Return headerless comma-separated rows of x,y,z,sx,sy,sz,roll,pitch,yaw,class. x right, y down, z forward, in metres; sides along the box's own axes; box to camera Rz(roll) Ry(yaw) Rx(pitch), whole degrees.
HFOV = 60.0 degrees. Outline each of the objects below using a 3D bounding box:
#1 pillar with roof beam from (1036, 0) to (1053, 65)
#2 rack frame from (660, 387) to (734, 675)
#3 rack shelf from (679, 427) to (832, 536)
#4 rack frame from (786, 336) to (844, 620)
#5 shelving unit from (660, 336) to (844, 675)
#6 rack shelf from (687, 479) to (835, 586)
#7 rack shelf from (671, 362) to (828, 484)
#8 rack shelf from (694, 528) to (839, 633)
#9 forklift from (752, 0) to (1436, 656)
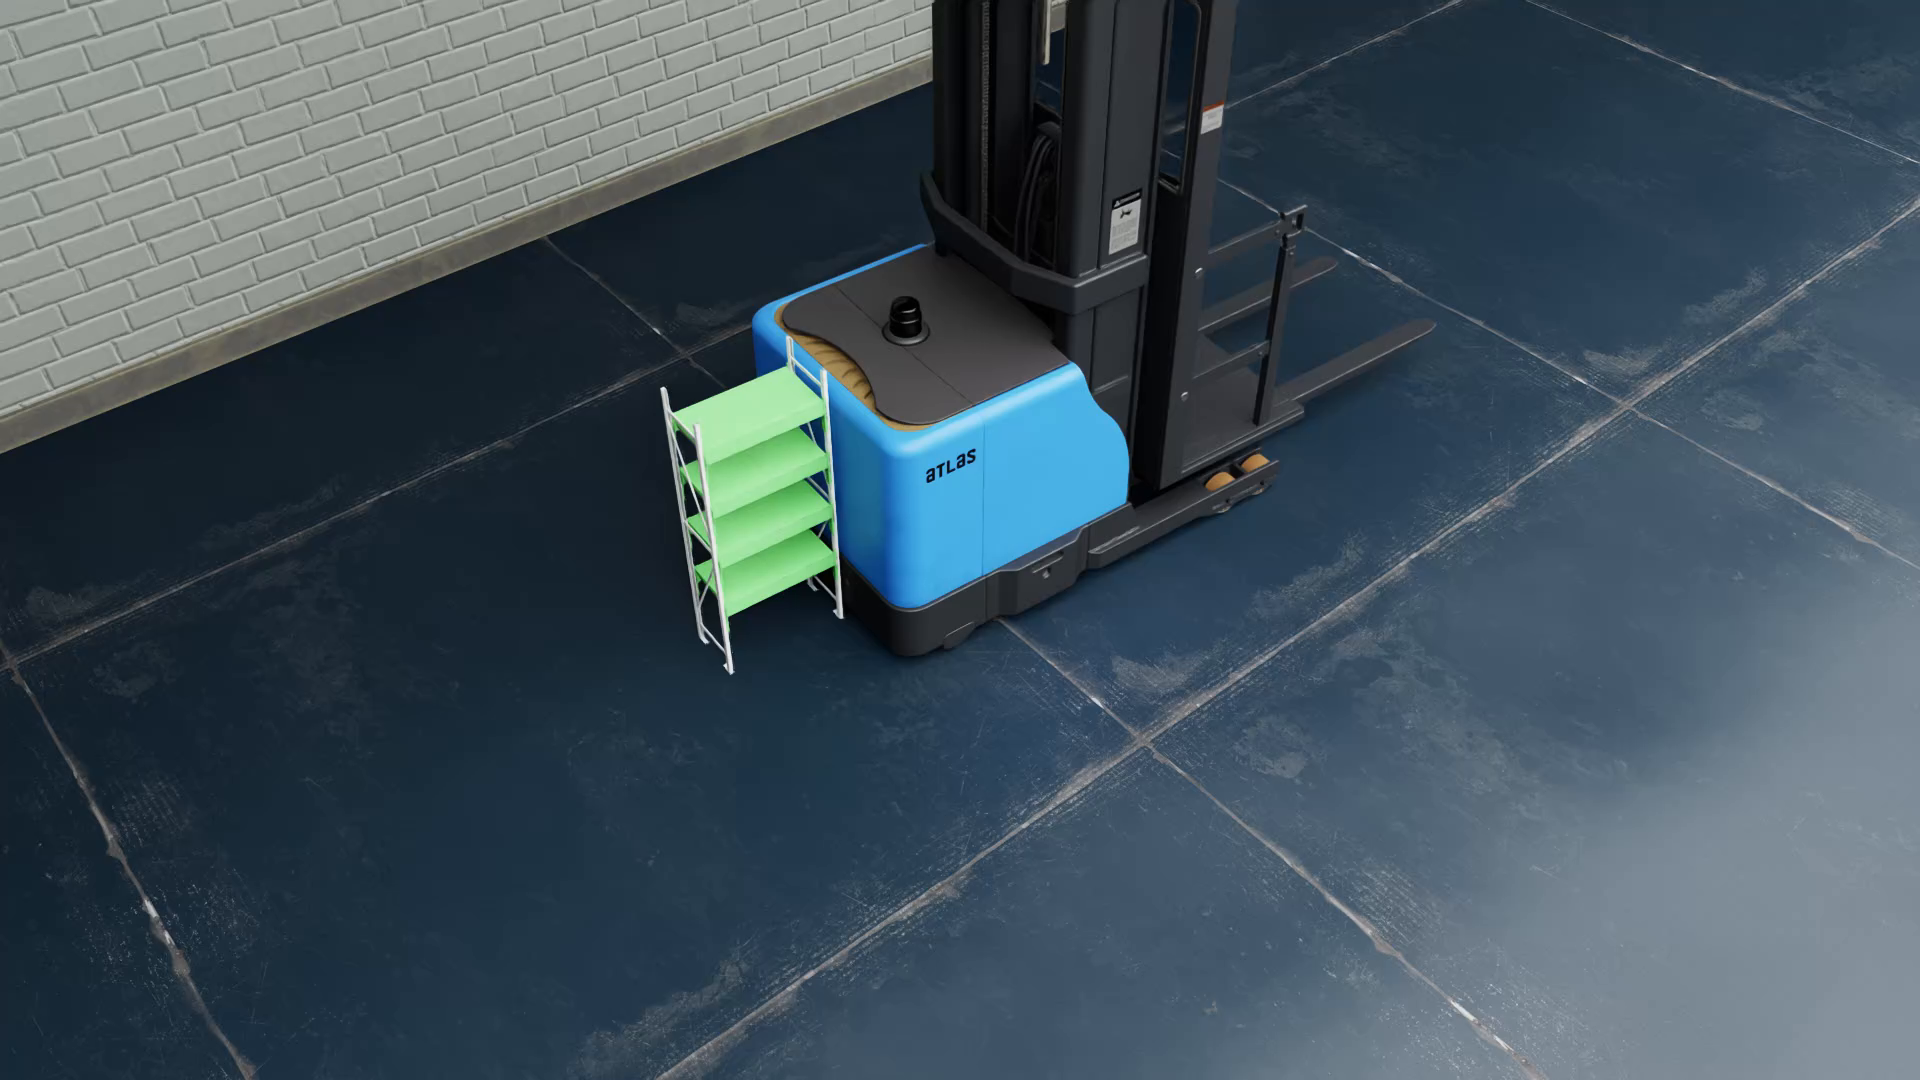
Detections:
3.044,-3.808,4.231,0.400,9.000,9.100,-30,51,-28,pillar with roof beam
-0.922,-0.004,5.877,0.015,1.200,0.240,-26,49,-25,rack frame
-0.724,-0.230,5.861,0.480,0.148,0.258,-26,49,-25,rack shelf
-0.526,-0.199,6.085,0.015,1.200,0.240,-26,49,-25,rack frame
-0.724,-0.101,5.981,0.503,1.200,0.258,-26,49,-25,shelving unit
-0.724,-0.055,6.025,0.480,0.148,0.258,-26,49,-25,rack shelf
-0.724,-0.405,5.697,0.480,0.148,0.258,-26,49,-25,rack shelf
-0.724,0.120,6.189,0.480,0.148,0.258,-26,49,-25,rack shelf
0.713,-1.451,6.154,3.031,2.935,1.130,-26,49,-25,forklift
